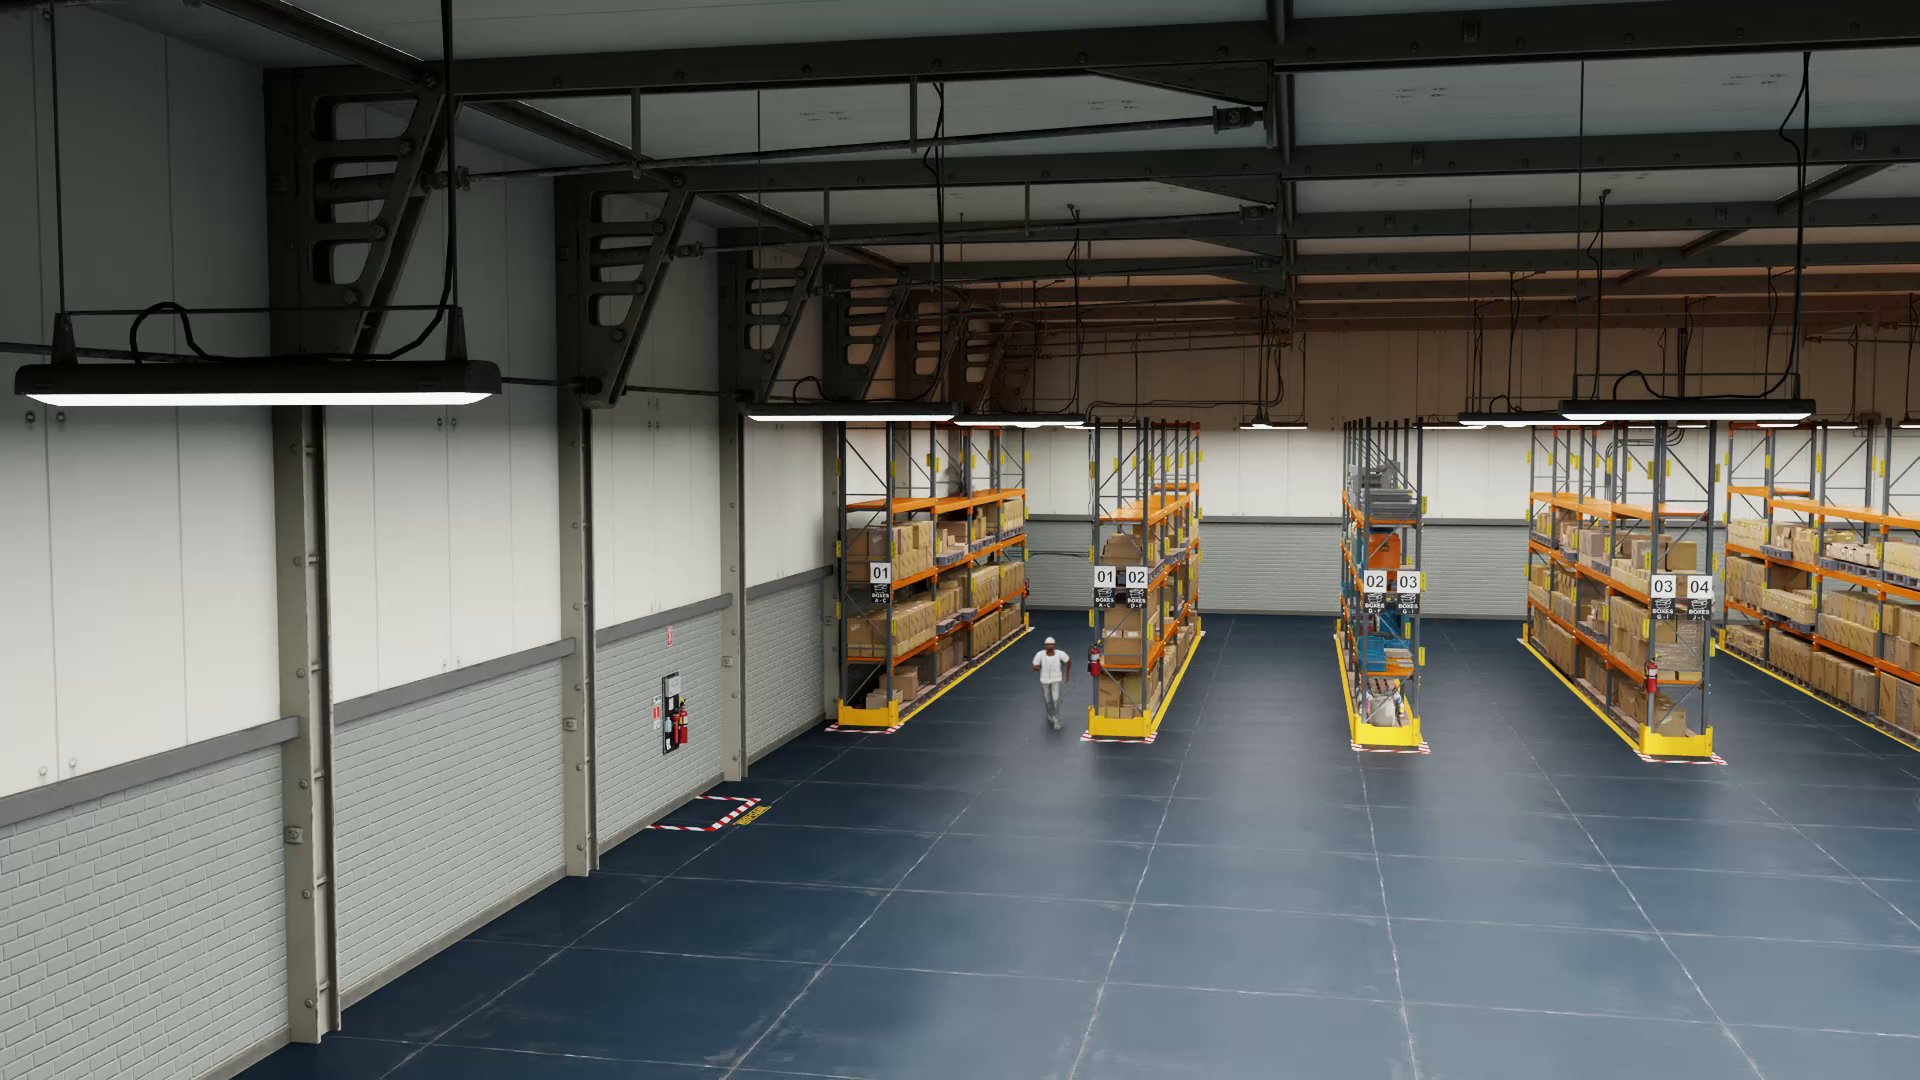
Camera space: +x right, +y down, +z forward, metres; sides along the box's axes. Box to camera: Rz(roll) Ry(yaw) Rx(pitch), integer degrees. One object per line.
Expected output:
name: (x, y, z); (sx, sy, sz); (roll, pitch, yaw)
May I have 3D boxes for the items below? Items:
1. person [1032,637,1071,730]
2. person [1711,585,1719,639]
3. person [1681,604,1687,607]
person: (1.760, 2.764, 32.247); (0.721, 1.793, 0.808); (1, 4, 12)
person: (20.404, 1.962, 45.290); (0.883, 1.662, 0.607); (0, 4, 2)
person: (18.784, 2.081, 43.383); (0.692, 1.661, 0.528); (1, 4, 9)
